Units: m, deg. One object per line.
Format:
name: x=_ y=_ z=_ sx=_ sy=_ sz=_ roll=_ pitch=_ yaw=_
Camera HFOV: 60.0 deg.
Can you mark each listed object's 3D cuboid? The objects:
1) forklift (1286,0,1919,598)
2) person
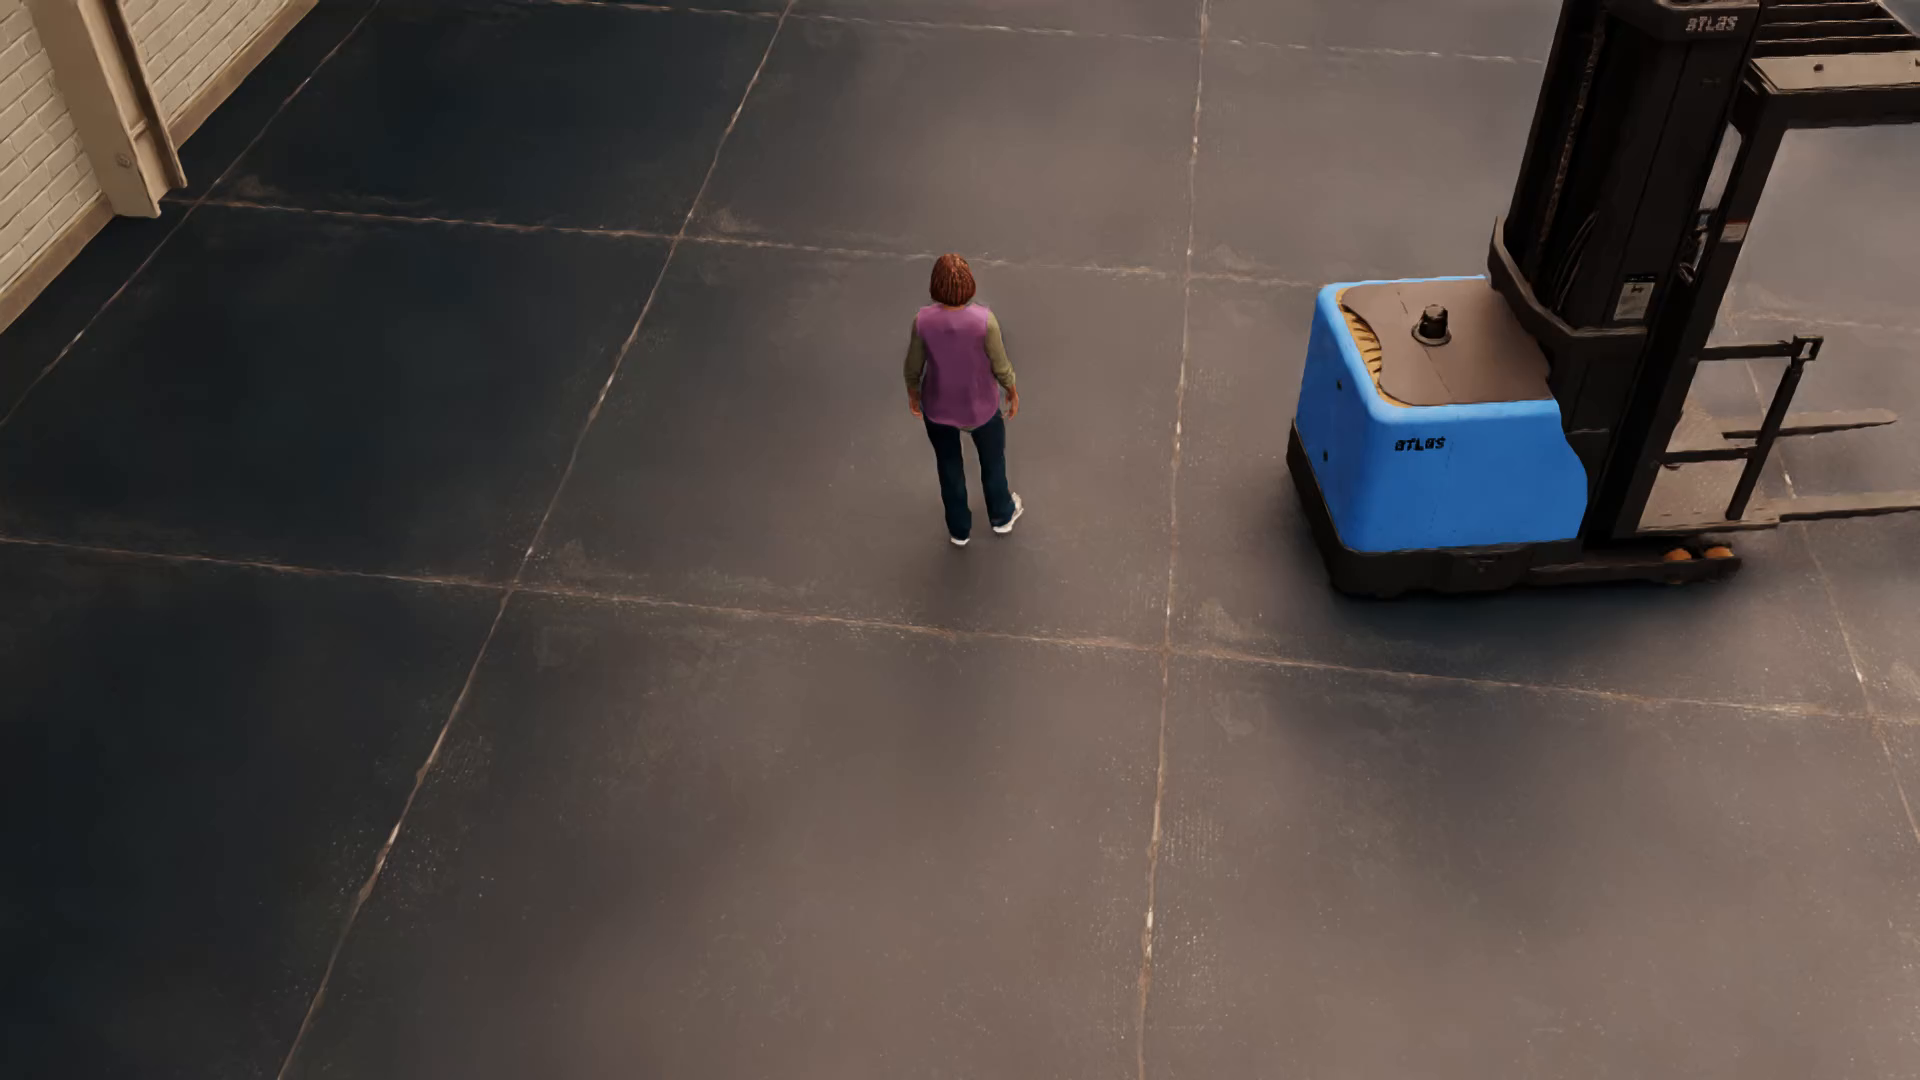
forklift: x=3.159 y=-1.230 z=7.064 sx=3.031 sy=2.935 sz=1.130 roll=-4 pitch=43 yaw=-4
person: x=0.023 y=-0.642 z=7.399 sx=0.520 sy=1.597 sz=0.474 roll=5 pitch=43 yaw=6
